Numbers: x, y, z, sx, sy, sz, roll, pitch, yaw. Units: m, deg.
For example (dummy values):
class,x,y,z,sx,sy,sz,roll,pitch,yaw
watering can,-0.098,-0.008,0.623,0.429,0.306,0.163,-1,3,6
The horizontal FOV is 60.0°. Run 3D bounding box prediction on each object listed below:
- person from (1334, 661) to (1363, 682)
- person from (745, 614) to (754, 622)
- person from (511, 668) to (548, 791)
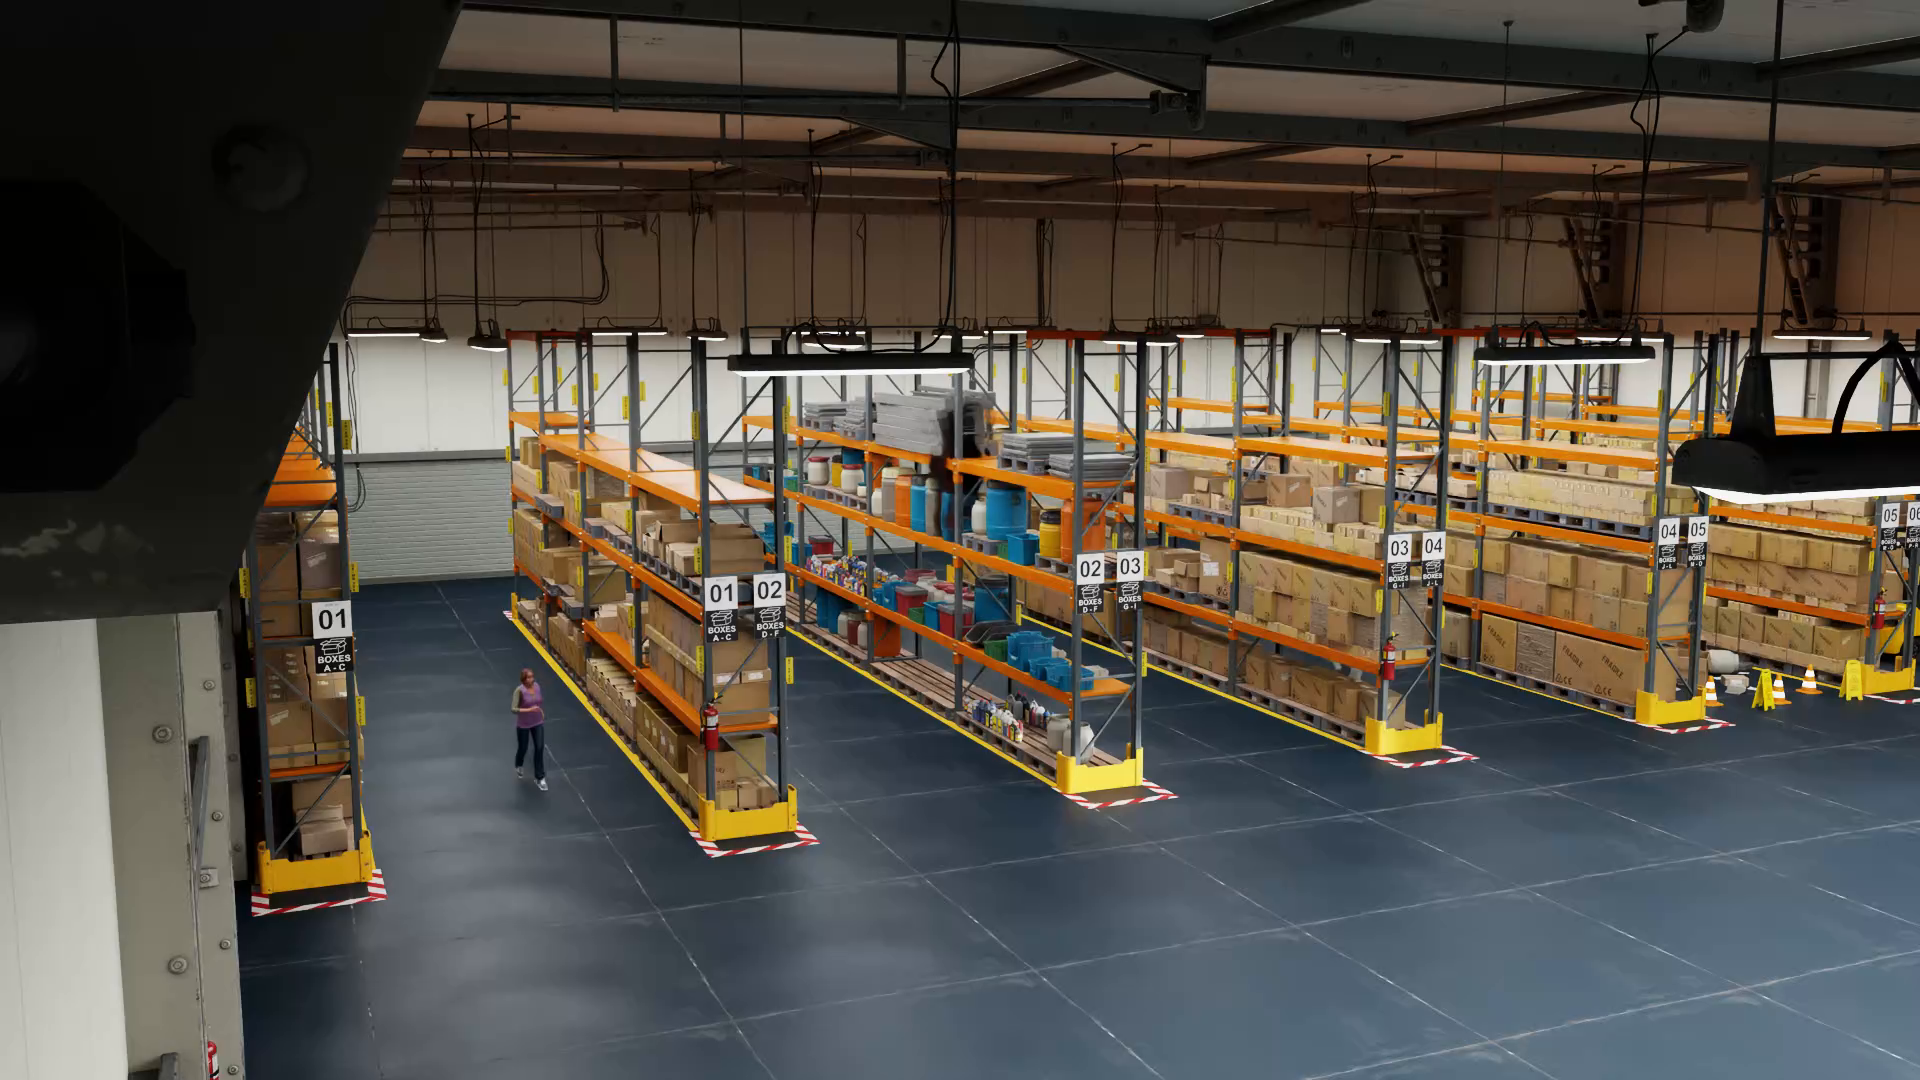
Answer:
class,x,y,z,sx,sy,sz,roll,pitch,yaw
person,6.783,1.627,28.579,0.697,1.720,0.813,-7,11,-43
person,-3.779,1.371,30.850,0.564,1.561,0.806,-5,9,-30
person,-5.783,2.491,22.267,0.517,1.603,0.843,-5,9,-34
